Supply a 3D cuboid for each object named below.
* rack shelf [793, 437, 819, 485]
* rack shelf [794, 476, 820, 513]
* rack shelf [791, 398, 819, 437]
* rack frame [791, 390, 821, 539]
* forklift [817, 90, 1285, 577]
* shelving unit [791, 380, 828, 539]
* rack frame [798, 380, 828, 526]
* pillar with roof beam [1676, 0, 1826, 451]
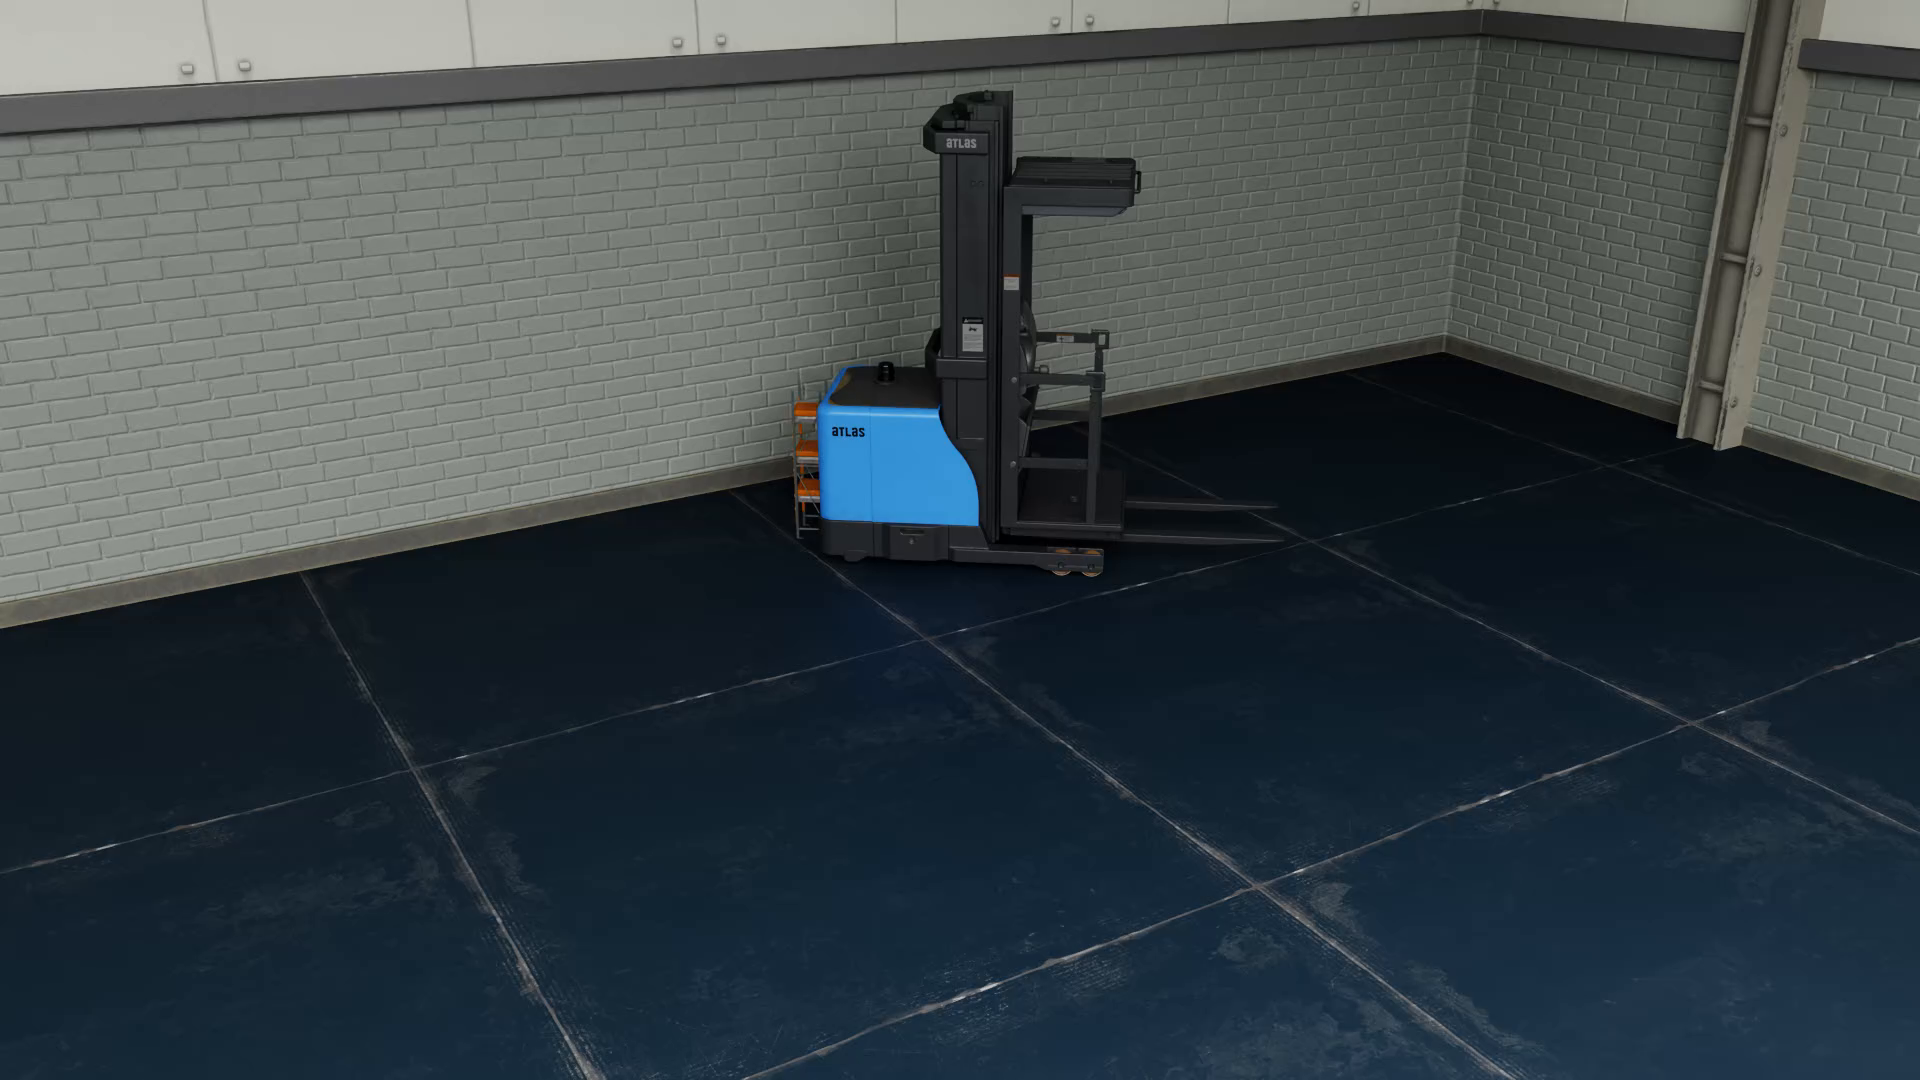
[{"bbox_3d":[-1.001,-0.530,11.250,0.215,0.259,0.240,2,22,5],"label":"rack shelf"},{"bbox_3d":[-1.001,-0.273,11.355,0.215,0.259,0.240,2,22,5],"label":"rack shelf"},{"bbox_3d":[-1.001,-0.793,11.143,0.215,0.259,0.240,2,22,5],"label":"rack shelf"},{"bbox_3d":[-1.013,-0.494,11.134,0.200,1.050,0.008,2,22,5],"label":"rack frame"},{"bbox_3d":[0.624,-1.333,10.697,3.031,2.935,1.130,2,22,6],"label":"forklift"},{"bbox_3d":[-1.001,-0.540,11.246,0.215,1.050,0.252,2,22,5],"label":"shelving unit"},{"bbox_3d":[-0.990,-0.586,11.359,0.200,1.050,0.008,2,22,5],"label":"rack frame"},{"bbox_3d":[2.275,-4.134,9.531,9.100,9.000,0.400,-13,25,-28],"label":"pillar with roof beam"}]
